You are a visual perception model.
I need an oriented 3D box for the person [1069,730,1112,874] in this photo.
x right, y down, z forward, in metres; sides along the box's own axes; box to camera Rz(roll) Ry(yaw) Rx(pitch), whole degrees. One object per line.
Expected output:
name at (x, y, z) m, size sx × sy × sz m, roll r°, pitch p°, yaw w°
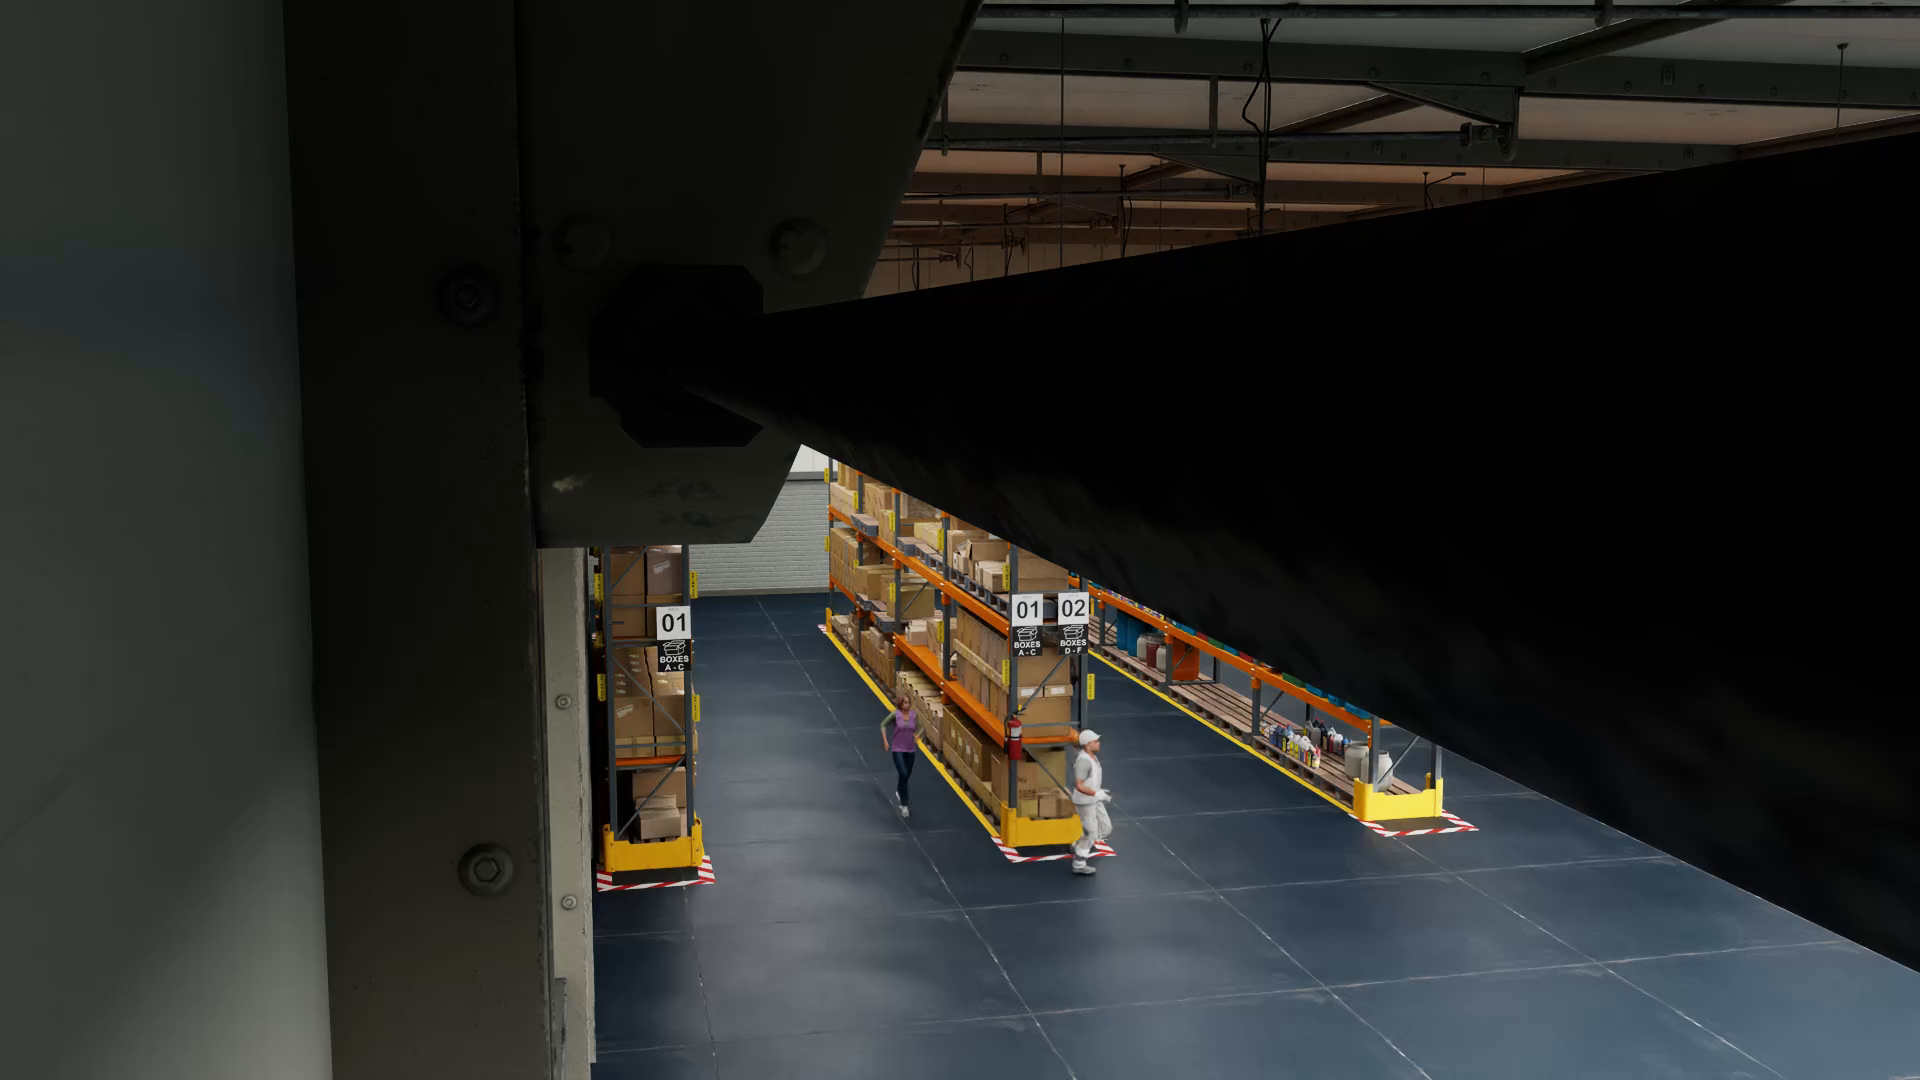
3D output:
person at (1.554, 3.116, 19.758) m, size 0.583 × 1.746 × 0.671 m, roll 2°, pitch 7°, yaw 18°

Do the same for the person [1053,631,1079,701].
person at (1.971, 2.014, 29.390) m, size 0.653 × 1.680 × 0.569 m, roll -2°, pitch 7°, yaw -13°

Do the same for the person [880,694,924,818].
person at (-0.768, 2.879, 22.510) m, size 0.547 × 1.639 × 0.705 m, roll -3°, pitch 7°, yaw -24°
